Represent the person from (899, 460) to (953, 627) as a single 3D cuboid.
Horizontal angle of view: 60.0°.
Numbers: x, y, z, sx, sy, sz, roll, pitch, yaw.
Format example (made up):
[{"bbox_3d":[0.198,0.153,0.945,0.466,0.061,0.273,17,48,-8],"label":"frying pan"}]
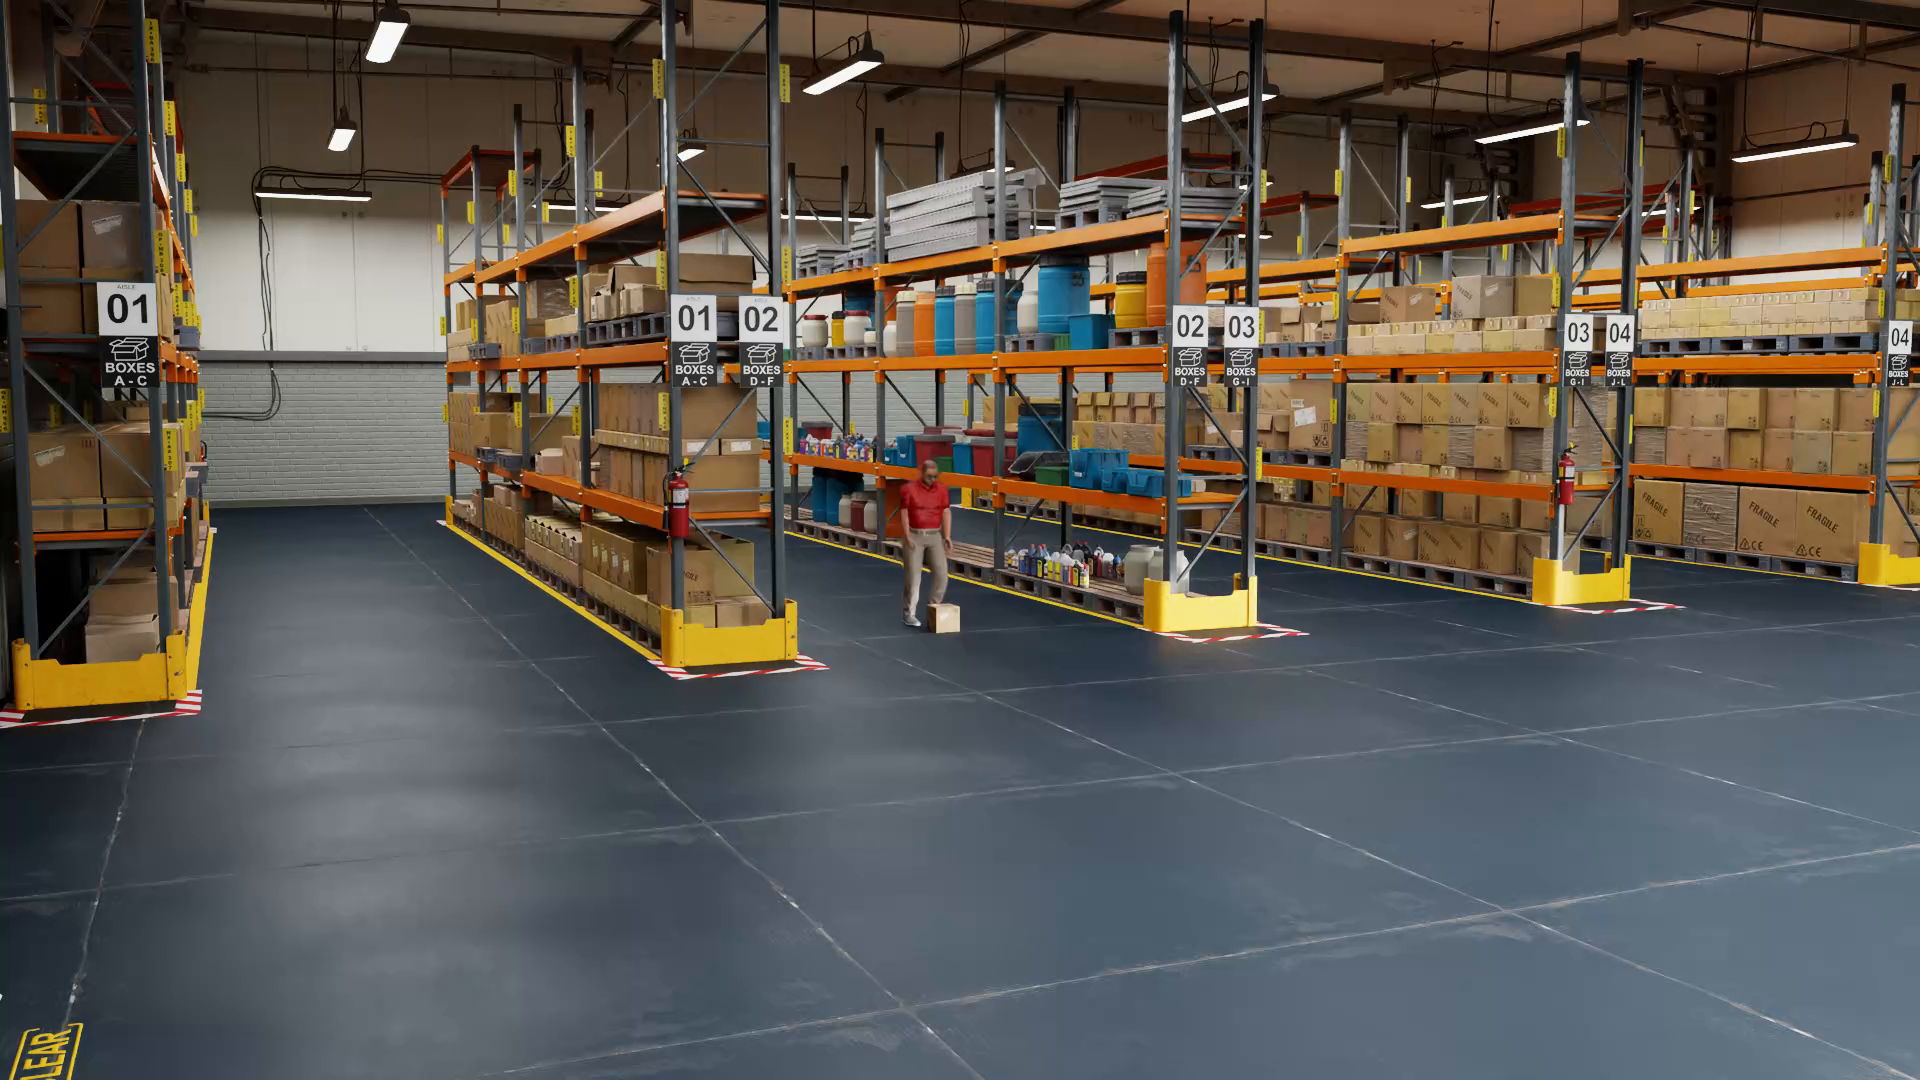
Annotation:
[{"bbox_3d":[-0.346,0.023,16.902,0.553,1.684,0.410,-2,6,-22],"label":"person"}]
